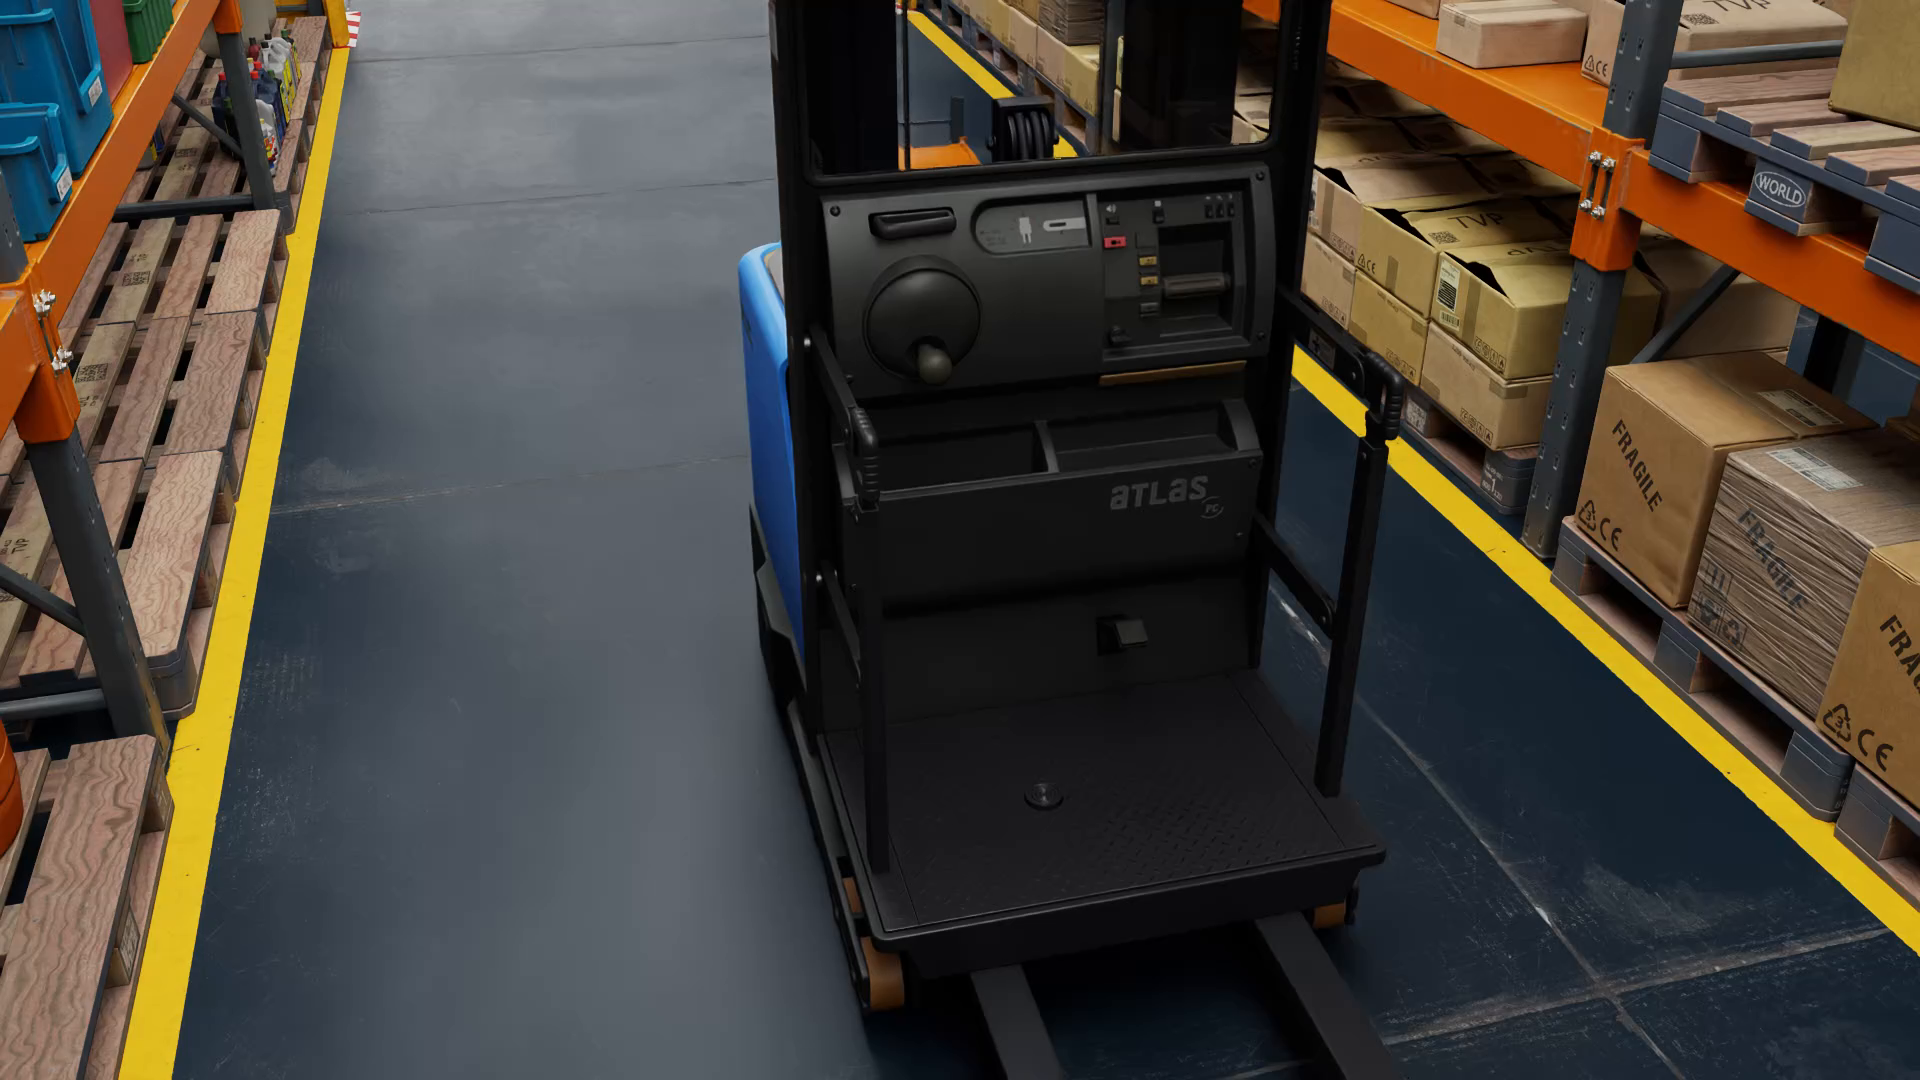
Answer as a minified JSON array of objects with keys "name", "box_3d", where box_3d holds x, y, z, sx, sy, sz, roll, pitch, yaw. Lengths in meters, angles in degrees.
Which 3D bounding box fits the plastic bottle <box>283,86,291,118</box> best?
[{"name":"plastic bottle","box_3d":[-3.496,-2.257,8.509,0.097,0.201,0.097,0,30,0]}]

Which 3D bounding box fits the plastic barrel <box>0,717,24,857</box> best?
[{"name":"plastic barrel","box_3d":[-2.371,0.322,3.446,0.600,0.830,0.708,-8,31,-13]}]

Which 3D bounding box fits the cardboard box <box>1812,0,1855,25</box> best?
[{"name":"cardboard box","box_3d":[5.659,-3.523,10.399,0.500,0.500,0.500,-10,32,-17]}]

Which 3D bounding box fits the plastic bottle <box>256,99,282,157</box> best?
[{"name":"plastic bottle","box_3d":[-3.353,-1.978,7.952,0.152,0.276,0.135,-7,31,-11]}]

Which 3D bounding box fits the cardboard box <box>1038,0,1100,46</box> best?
[{"name":"cardboard box","box_3d":[0.742,-3.012,9.037,0.500,0.500,0.500,-8,31,-13]}]

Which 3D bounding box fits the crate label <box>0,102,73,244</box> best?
[{"name":"crate label","box_3d":[-2.268,-0.850,3.892,0.303,0.233,0.416,-8,31,-13]}]

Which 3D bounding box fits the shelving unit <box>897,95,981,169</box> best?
[{"name":"shelving unit","box_3d":[-0.108,-0.725,5.380,0.538,1.125,1.048,-7,31,-12]}]

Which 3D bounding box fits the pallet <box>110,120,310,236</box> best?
[{"name":"pallet","box_3d":[-3.717,-1.724,8.018,1.003,0.211,1.213,-8,31,-13]}]

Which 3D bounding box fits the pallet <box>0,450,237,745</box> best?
[{"name":"pallet","box_3d":[-2.686,0.158,4.766,1.003,0.211,1.213,-8,31,-13]}]

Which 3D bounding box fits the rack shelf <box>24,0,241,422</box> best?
[{"name":"rack shelf","box_3d":[-3.048,-1.324,5.261,1.077,0.370,4.000,-8,31,-13]}]

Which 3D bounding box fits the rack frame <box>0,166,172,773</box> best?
[{"name":"rack frame","box_3d":[-2.517,-0.669,3.412,1.000,3.000,0.127,-8,31,-13]}]

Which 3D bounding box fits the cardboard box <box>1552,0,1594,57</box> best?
[{"name":"cardboard box","box_3d":[2.209,-1.745,5.360,0.500,0.311,0.500,-8,31,-14]}]

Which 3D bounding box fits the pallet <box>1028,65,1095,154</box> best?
[{"name":"pallet","box_3d":[1.027,-2.441,9.256,1.003,0.211,1.213,-8,31,-13]}]

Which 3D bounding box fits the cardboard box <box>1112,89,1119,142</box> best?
[{"name":"cardboard box","box_3d":[1.066,-2.022,8.075,0.500,0.250,0.500,-9,31,-14]}]

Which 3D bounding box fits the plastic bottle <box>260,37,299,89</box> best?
[{"name":"plastic bottle","box_3d":[-3.690,-2.591,9.011,0.152,0.276,0.135,-8,31,-13]}]

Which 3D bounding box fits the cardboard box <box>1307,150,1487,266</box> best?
[{"name":"cardboard box","box_3d":[1.607,-1.275,6.225,0.500,0.311,0.500,-8,31,-14]}]

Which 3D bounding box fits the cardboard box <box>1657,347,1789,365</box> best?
[{"name":"cardboard box","box_3d":[2.403,-0.610,5.635,0.500,0.250,0.500,-8,31,-13]}]

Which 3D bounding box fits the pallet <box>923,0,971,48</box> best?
[{"name":"pallet","box_3d":[0.379,-3.619,11.292,1.003,0.211,1.213,-8,31,-13]}]

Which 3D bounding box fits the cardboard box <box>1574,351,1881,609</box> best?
[{"name":"cardboard box","box_3d":[2.105,-0.177,4.617,0.500,0.500,0.500,-7,31,-11]}]

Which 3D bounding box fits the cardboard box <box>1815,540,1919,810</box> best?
[{"name":"cardboard box","box_3d":[2.377,0.318,3.762,0.500,0.500,0.500,-8,31,-14]}]

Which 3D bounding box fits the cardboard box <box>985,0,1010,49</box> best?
[{"name":"cardboard box","box_3d":[0.460,-3.168,10.055,0.500,0.250,0.500,-8,31,-13]}]

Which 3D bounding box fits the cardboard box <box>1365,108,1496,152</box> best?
[{"name":"cardboard box","box_3d":[1.986,-1.600,6.786,0.500,0.311,0.500,-8,31,-14]}]

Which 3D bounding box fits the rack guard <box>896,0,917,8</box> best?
[{"name":"rack guard","box_3d":[0.130,-4.120,11.869,1.175,0.500,0.348,-8,31,-13]}]

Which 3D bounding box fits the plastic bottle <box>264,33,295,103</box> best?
[{"name":"plastic bottle","box_3d":[-3.606,-2.477,8.740,0.144,0.351,0.185,-7,31,-11]}]

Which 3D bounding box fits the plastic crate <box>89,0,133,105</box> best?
[{"name":"plastic crate","box_3d":[-2.651,-1.518,4.815,0.402,0.464,0.583,-8,31,-13]}]

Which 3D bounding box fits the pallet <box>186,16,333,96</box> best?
[{"name":"pallet","box_3d":[-4.365,-2.903,10.054,1.003,0.211,1.213,-8,31,-13]}]

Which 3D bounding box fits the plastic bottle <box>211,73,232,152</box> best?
[{"name":"plastic bottle","box_3d":[-3.532,-2.071,8.039,0.144,0.351,0.185,-8,31,-13]}]

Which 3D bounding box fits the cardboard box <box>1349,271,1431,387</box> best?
[{"name":"cardboard box","box_3d":[1.744,-0.788,5.943,0.500,0.250,0.500,-8,31,-14]}]

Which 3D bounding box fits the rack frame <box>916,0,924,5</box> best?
[{"name":"rack frame","box_3d":[0.136,-5.190,11.222,1.000,3.000,0.127,-8,31,-13]}]

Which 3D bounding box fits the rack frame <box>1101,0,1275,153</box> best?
[{"name":"rack frame","box_3d":[1.198,-3.258,7.885,1.000,3.000,0.127,-8,31,-13]}]

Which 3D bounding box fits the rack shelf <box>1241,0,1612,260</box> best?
[{"name":"rack shelf","box_3d":[1.728,-1.981,6.396,1.077,0.370,4.000,-8,31,-13]}]

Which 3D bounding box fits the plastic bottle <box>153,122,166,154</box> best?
[{"name":"plastic bottle","box_3d":[-3.943,-2.010,8.008,0.152,0.276,0.135,-8,31,-13]}]

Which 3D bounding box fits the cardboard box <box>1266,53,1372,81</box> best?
[{"name":"cardboard box","box_3d":[1.726,-2.085,7.623,0.500,0.311,0.500,-7,31,-12]}]

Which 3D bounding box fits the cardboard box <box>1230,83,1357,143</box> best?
[{"name":"cardboard box","box_3d":[1.333,-1.768,7.075,0.500,0.311,0.500,-9,31,-15]}]

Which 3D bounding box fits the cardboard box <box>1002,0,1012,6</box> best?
[{"name":"cardboard box","box_3d":[0.459,-3.493,9.867,0.500,0.500,0.500,-8,31,-13]}]

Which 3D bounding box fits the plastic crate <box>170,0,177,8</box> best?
[{"name":"plastic crate","box_3d":[-2.986,-2.103,5.905,0.392,0.384,0.575,-8,31,-13]}]

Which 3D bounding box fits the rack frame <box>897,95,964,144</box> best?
[{"name":"rack frame","box_3d":[-0.234,-0.972,5.806,0.500,1.125,0.032,-7,31,-12]}]

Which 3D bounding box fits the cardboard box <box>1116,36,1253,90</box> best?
[{"name":"cardboard box","box_3d":[1.067,-2.260,7.926,0.500,0.311,0.500,-8,31,-13]}]

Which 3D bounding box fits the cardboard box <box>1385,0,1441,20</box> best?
[{"name":"cardboard box","box_3d":[1.798,-2.178,5.918,0.500,0.500,0.500,-10,31,-16]}]

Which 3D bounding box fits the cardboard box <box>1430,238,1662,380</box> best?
[{"name":"cardboard box","box_3d":[1.883,-0.781,5.371,0.500,0.311,0.500,-7,31,-12]}]

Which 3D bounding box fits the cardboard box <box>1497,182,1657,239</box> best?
[{"name":"cardboard box","box_3d":[2.256,-1.105,5.931,0.500,0.311,0.500,-9,31,-15]}]

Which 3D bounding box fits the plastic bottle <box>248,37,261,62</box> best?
[{"name":"plastic bottle","box_3d":[-3.793,-2.579,8.985,0.061,0.283,0.133,-8,31,-13]}]

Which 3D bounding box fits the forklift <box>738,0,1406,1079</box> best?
[{"name":"forklift","box_3d":[0.247,-0.484,3.160,1.130,2.935,3.031,-7,31,-12]}]

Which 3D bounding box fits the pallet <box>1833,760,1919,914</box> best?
[{"name":"pallet","box_3d":[2.741,0.834,3.598,1.003,0.211,1.213,-8,31,-13]}]

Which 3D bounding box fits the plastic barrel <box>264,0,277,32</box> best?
[{"name":"plastic barrel","box_3d":[-4.392,-3.331,10.074,0.421,0.512,0.421,0,30,0]}]

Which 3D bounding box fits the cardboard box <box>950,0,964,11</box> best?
[{"name":"cardboard box","box_3d":[0.200,-3.652,10.891,0.500,0.250,0.500,-8,31,-13]}]

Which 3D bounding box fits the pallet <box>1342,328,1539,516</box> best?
[{"name":"pallet","box_3d":[2.078,-0.522,5.941,1.003,0.211,1.213,-8,31,-13]}]

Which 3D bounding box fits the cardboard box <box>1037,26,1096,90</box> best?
[{"name":"cardboard box","box_3d":[0.741,-2.688,9.224,0.500,0.250,0.500,-8,31,-13]}]

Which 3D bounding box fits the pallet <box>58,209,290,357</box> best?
[{"name":"pallet","box_3d":[-3.333,-1.020,6.802,1.003,0.211,1.213,-8,31,-13]}]

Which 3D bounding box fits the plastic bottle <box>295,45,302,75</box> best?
[{"name":"plastic bottle","box_3d":[-3.731,-2.684,9.247,0.097,0.201,0.097,0,30,0]}]

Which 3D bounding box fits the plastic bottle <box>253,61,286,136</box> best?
[{"name":"plastic bottle","box_3d":[-3.443,-2.181,8.230,0.144,0.351,0.185,-9,31,-15]}]

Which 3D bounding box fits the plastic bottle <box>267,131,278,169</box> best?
[{"name":"plastic bottle","box_3d":[-3.268,-1.842,7.792,0.097,0.201,0.097,0,30,0]}]
